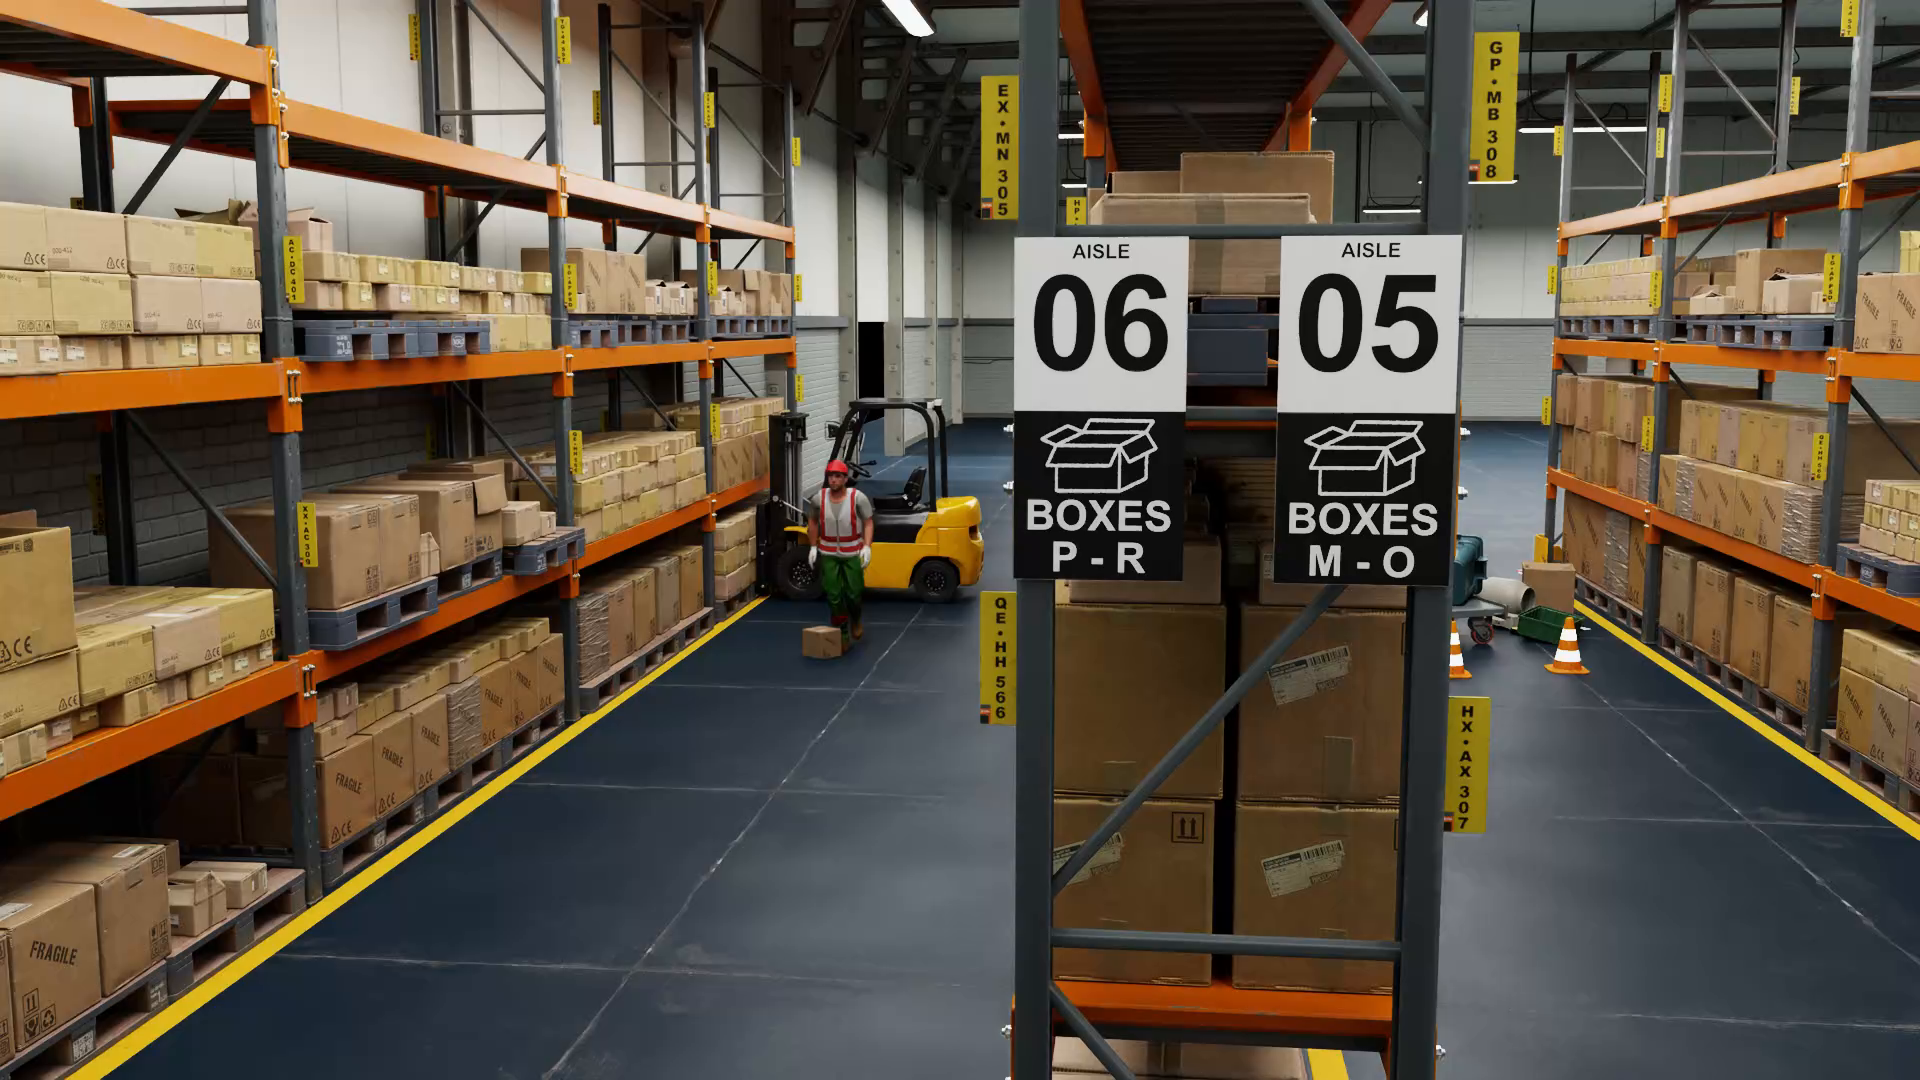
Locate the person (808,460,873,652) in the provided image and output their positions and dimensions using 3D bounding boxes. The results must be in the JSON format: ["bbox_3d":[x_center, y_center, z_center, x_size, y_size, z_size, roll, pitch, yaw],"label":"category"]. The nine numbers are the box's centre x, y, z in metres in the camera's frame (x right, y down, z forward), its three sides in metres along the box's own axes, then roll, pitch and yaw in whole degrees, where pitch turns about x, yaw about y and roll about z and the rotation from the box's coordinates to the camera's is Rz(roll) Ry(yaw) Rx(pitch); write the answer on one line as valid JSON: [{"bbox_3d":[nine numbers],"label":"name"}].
[{"bbox_3d":[-1.091,0.131,15.210,0.600,1.765,0.645,0,8,3],"label":"person"}]
